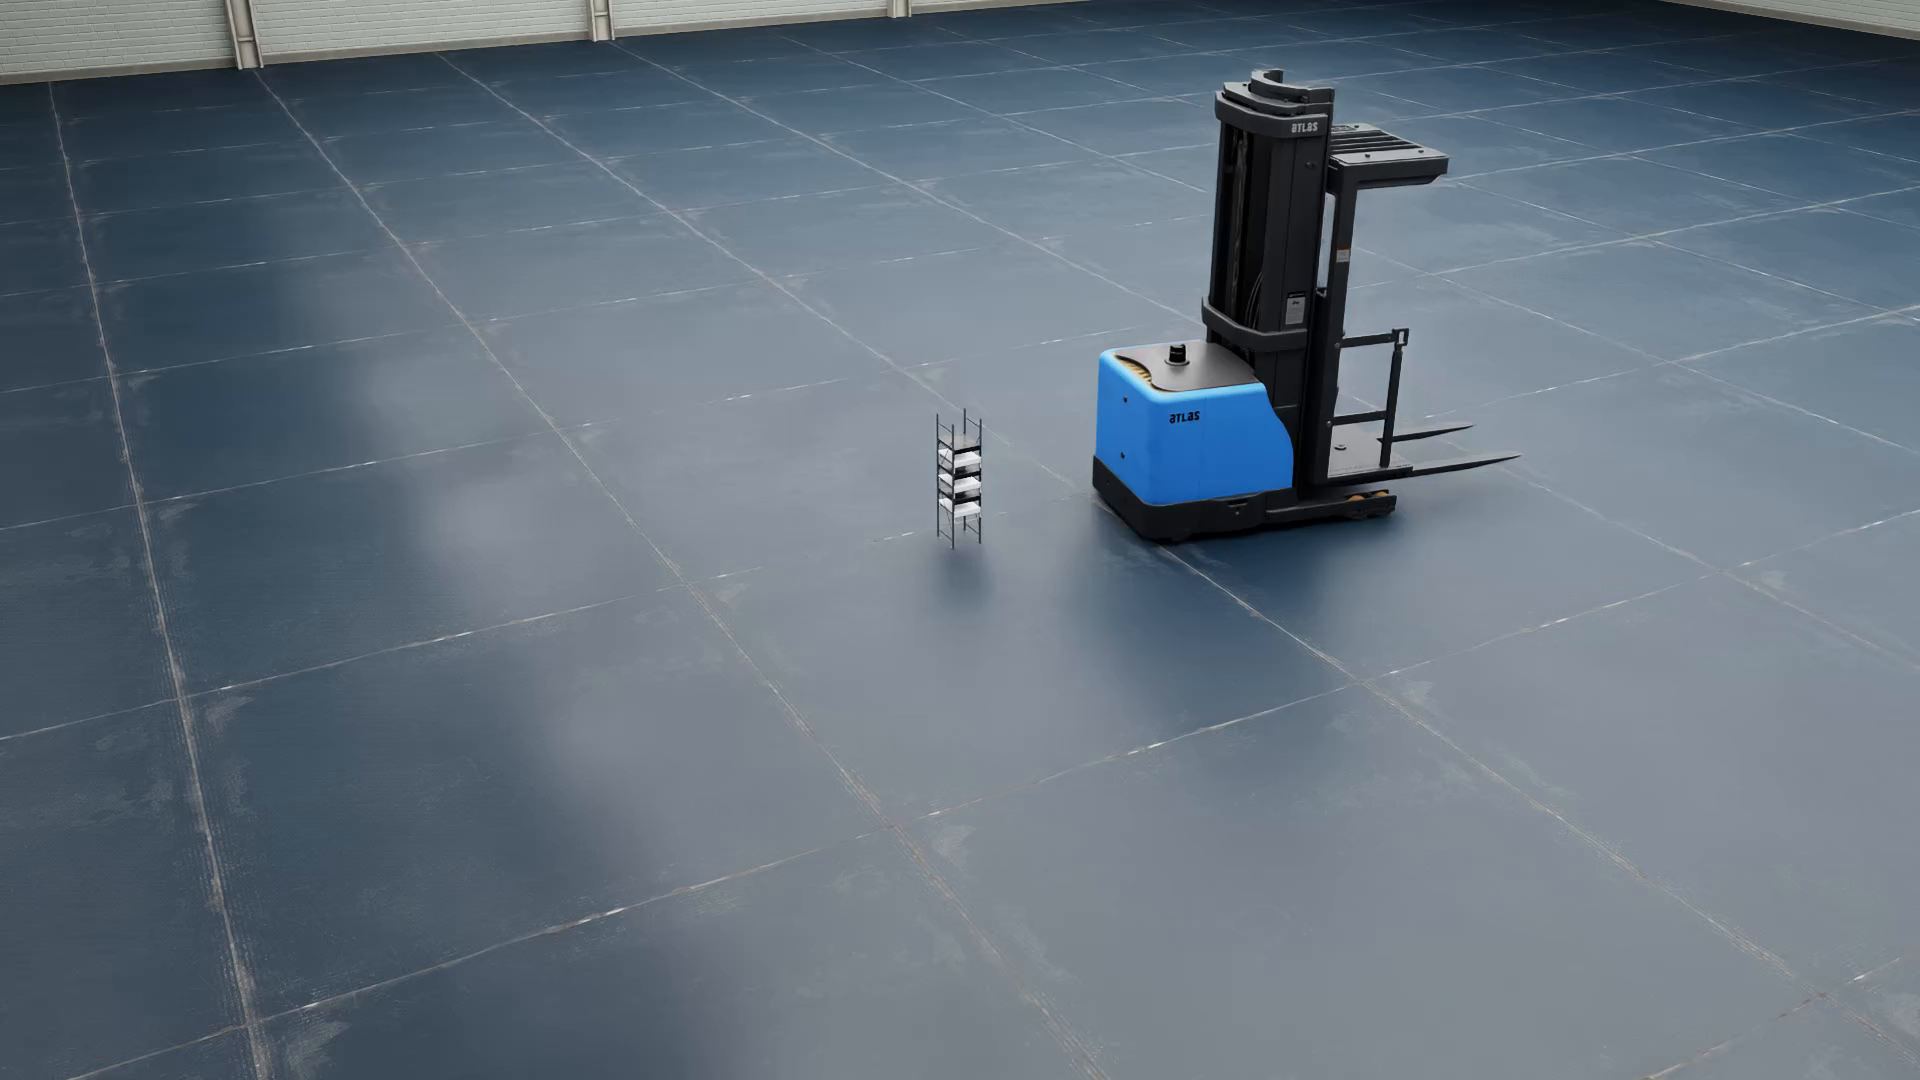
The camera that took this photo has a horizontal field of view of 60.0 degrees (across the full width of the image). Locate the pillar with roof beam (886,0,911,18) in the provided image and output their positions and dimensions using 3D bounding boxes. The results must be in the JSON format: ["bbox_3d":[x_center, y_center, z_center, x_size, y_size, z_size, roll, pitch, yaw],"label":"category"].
[{"bbox_3d":[0.824,-12.714,27.334,0.400,9.000,9.100,-13,29,-25],"label":"pillar with roof beam"}]

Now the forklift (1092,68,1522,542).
[{"bbox_3d":[2.521,-1.670,11.343,3.031,2.935,1.130,-8,27,-16],"label":"forklift"}]

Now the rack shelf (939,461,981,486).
[{"bbox_3d":[-0.007,-0.455,11.027,0.200,0.077,0.258,-13,29,-25],"label":"rack shelf"}]

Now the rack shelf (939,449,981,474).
[{"bbox_3d":[-0.007,-0.536,10.988,0.200,0.077,0.258,-13,29,-25],"label":"rack shelf"}]

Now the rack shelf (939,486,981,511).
[{"bbox_3d":[-0.007,-0.293,11.105,0.200,0.077,0.258,-13,29,-25],"label":"rack shelf"}]

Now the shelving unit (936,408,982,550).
[{"bbox_3d":[-0.007,-0.404,11.052,0.210,0.900,0.258,-13,29,-25],"label":"shelving unit"}]

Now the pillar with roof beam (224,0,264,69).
[{"bbox_3d":[-9.764,-10.270,22.244,0.400,9.000,9.100,-13,29,-25],"label":"pillar with roof beam"}]

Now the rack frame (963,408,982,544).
[{"bbox_3d":[0.083,-0.425,11.095,0.006,0.900,0.240,-13,29,-25],"label":"rack frame"}]

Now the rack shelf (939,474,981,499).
[{"bbox_3d":[-0.007,-0.374,11.066,0.200,0.077,0.258,-13,29,-25],"label":"rack shelf"}]

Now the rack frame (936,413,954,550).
[{"bbox_3d":[-0.097,-0.383,11.009,0.006,0.900,0.240,-13,29,-25],"label":"rack frame"}]

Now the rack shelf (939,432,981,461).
[{"bbox_3d":[-0.007,-0.617,10.949,0.200,0.077,0.258,-13,29,-25],"label":"rack shelf"}]

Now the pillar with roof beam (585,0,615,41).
[{"bbox_3d":[-4.470,-11.492,24.789,0.400,9.000,9.100,-13,29,-25],"label":"pillar with roof beam"}]

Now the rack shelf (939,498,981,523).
[{"bbox_3d":[-0.007,-0.212,11.144,0.200,0.077,0.258,-13,29,-25],"label":"rack shelf"}]
